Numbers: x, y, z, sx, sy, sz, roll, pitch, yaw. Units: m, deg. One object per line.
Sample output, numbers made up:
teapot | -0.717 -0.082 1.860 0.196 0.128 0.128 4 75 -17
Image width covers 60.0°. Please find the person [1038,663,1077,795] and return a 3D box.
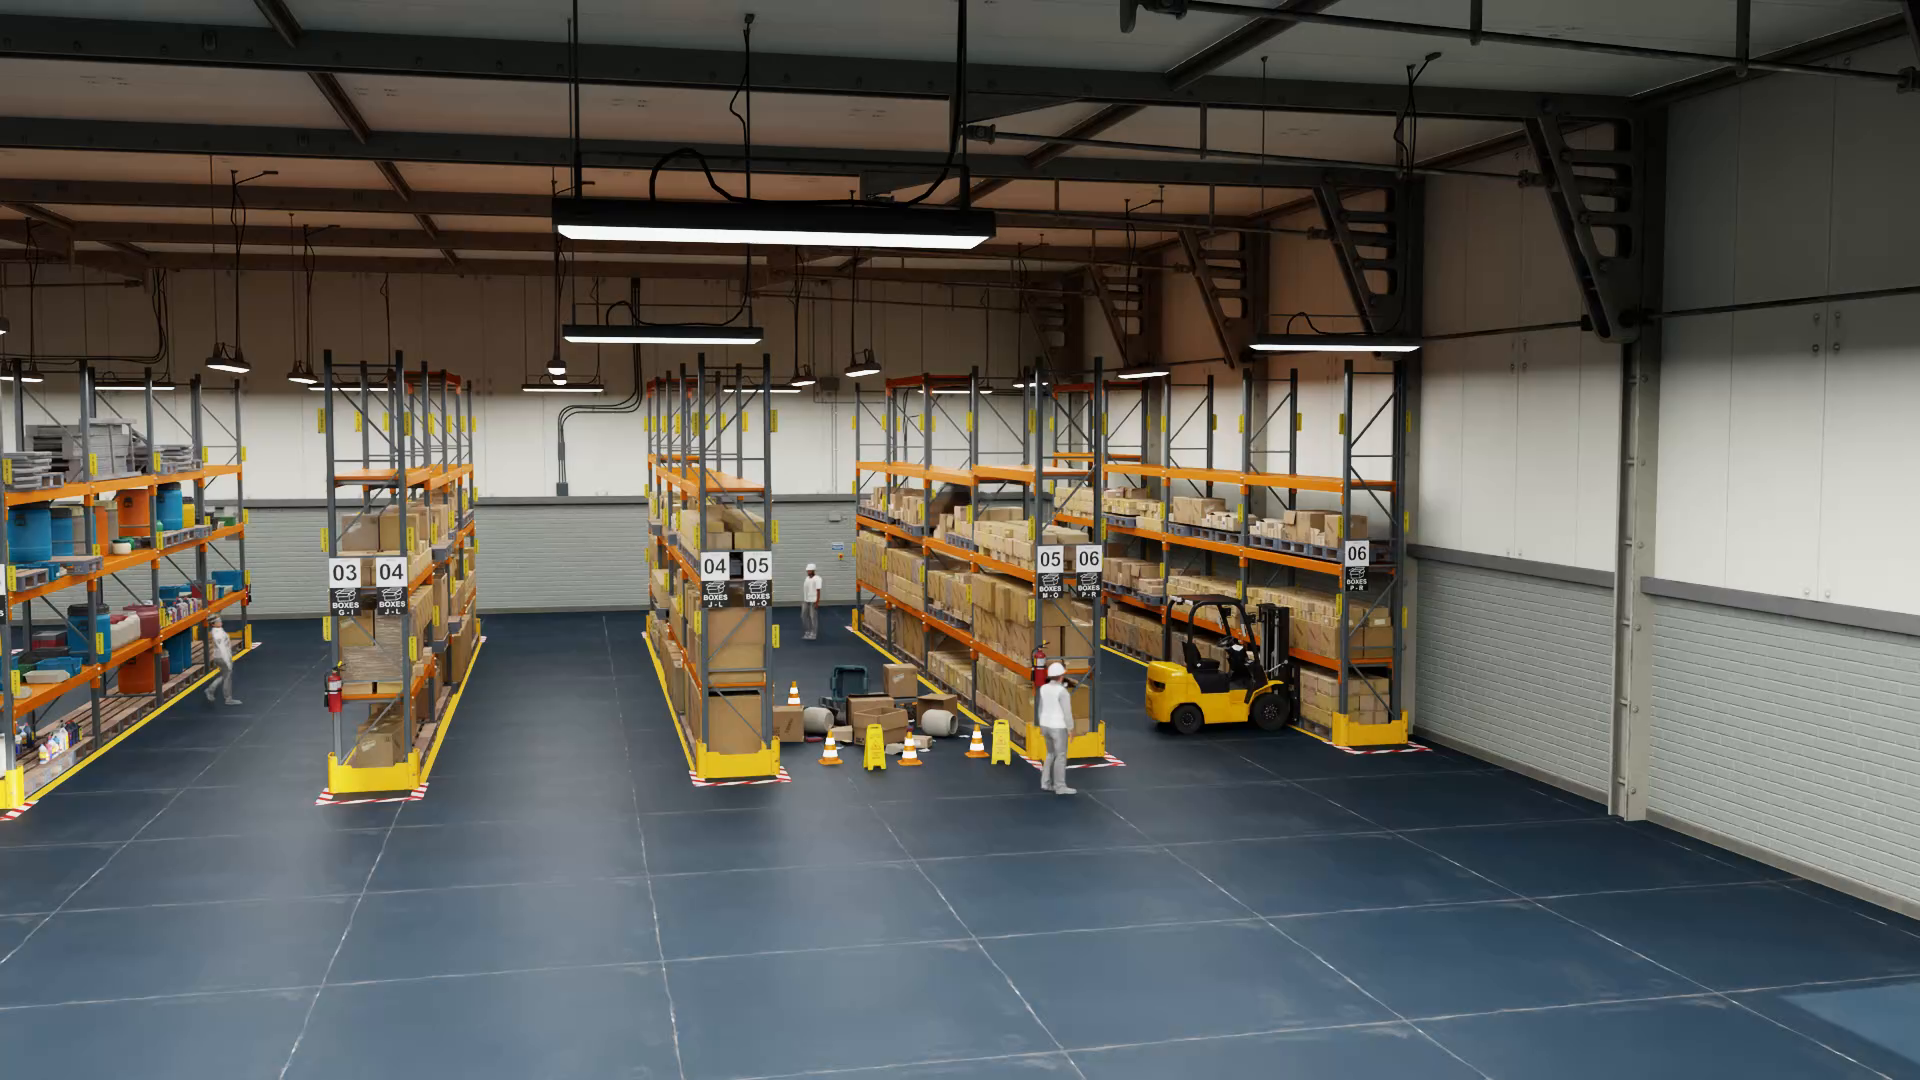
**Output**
person | 1.322 2.587 22.565 0.388 1.859 0.600 -3 5 -35

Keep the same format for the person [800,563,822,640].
person | -3.473 1.443 38.682 0.418 1.795 0.599 -3 5 -41

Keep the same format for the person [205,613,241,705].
person | -13.076 2.127 29.517 0.592 1.650 0.520 -3 5 -39
